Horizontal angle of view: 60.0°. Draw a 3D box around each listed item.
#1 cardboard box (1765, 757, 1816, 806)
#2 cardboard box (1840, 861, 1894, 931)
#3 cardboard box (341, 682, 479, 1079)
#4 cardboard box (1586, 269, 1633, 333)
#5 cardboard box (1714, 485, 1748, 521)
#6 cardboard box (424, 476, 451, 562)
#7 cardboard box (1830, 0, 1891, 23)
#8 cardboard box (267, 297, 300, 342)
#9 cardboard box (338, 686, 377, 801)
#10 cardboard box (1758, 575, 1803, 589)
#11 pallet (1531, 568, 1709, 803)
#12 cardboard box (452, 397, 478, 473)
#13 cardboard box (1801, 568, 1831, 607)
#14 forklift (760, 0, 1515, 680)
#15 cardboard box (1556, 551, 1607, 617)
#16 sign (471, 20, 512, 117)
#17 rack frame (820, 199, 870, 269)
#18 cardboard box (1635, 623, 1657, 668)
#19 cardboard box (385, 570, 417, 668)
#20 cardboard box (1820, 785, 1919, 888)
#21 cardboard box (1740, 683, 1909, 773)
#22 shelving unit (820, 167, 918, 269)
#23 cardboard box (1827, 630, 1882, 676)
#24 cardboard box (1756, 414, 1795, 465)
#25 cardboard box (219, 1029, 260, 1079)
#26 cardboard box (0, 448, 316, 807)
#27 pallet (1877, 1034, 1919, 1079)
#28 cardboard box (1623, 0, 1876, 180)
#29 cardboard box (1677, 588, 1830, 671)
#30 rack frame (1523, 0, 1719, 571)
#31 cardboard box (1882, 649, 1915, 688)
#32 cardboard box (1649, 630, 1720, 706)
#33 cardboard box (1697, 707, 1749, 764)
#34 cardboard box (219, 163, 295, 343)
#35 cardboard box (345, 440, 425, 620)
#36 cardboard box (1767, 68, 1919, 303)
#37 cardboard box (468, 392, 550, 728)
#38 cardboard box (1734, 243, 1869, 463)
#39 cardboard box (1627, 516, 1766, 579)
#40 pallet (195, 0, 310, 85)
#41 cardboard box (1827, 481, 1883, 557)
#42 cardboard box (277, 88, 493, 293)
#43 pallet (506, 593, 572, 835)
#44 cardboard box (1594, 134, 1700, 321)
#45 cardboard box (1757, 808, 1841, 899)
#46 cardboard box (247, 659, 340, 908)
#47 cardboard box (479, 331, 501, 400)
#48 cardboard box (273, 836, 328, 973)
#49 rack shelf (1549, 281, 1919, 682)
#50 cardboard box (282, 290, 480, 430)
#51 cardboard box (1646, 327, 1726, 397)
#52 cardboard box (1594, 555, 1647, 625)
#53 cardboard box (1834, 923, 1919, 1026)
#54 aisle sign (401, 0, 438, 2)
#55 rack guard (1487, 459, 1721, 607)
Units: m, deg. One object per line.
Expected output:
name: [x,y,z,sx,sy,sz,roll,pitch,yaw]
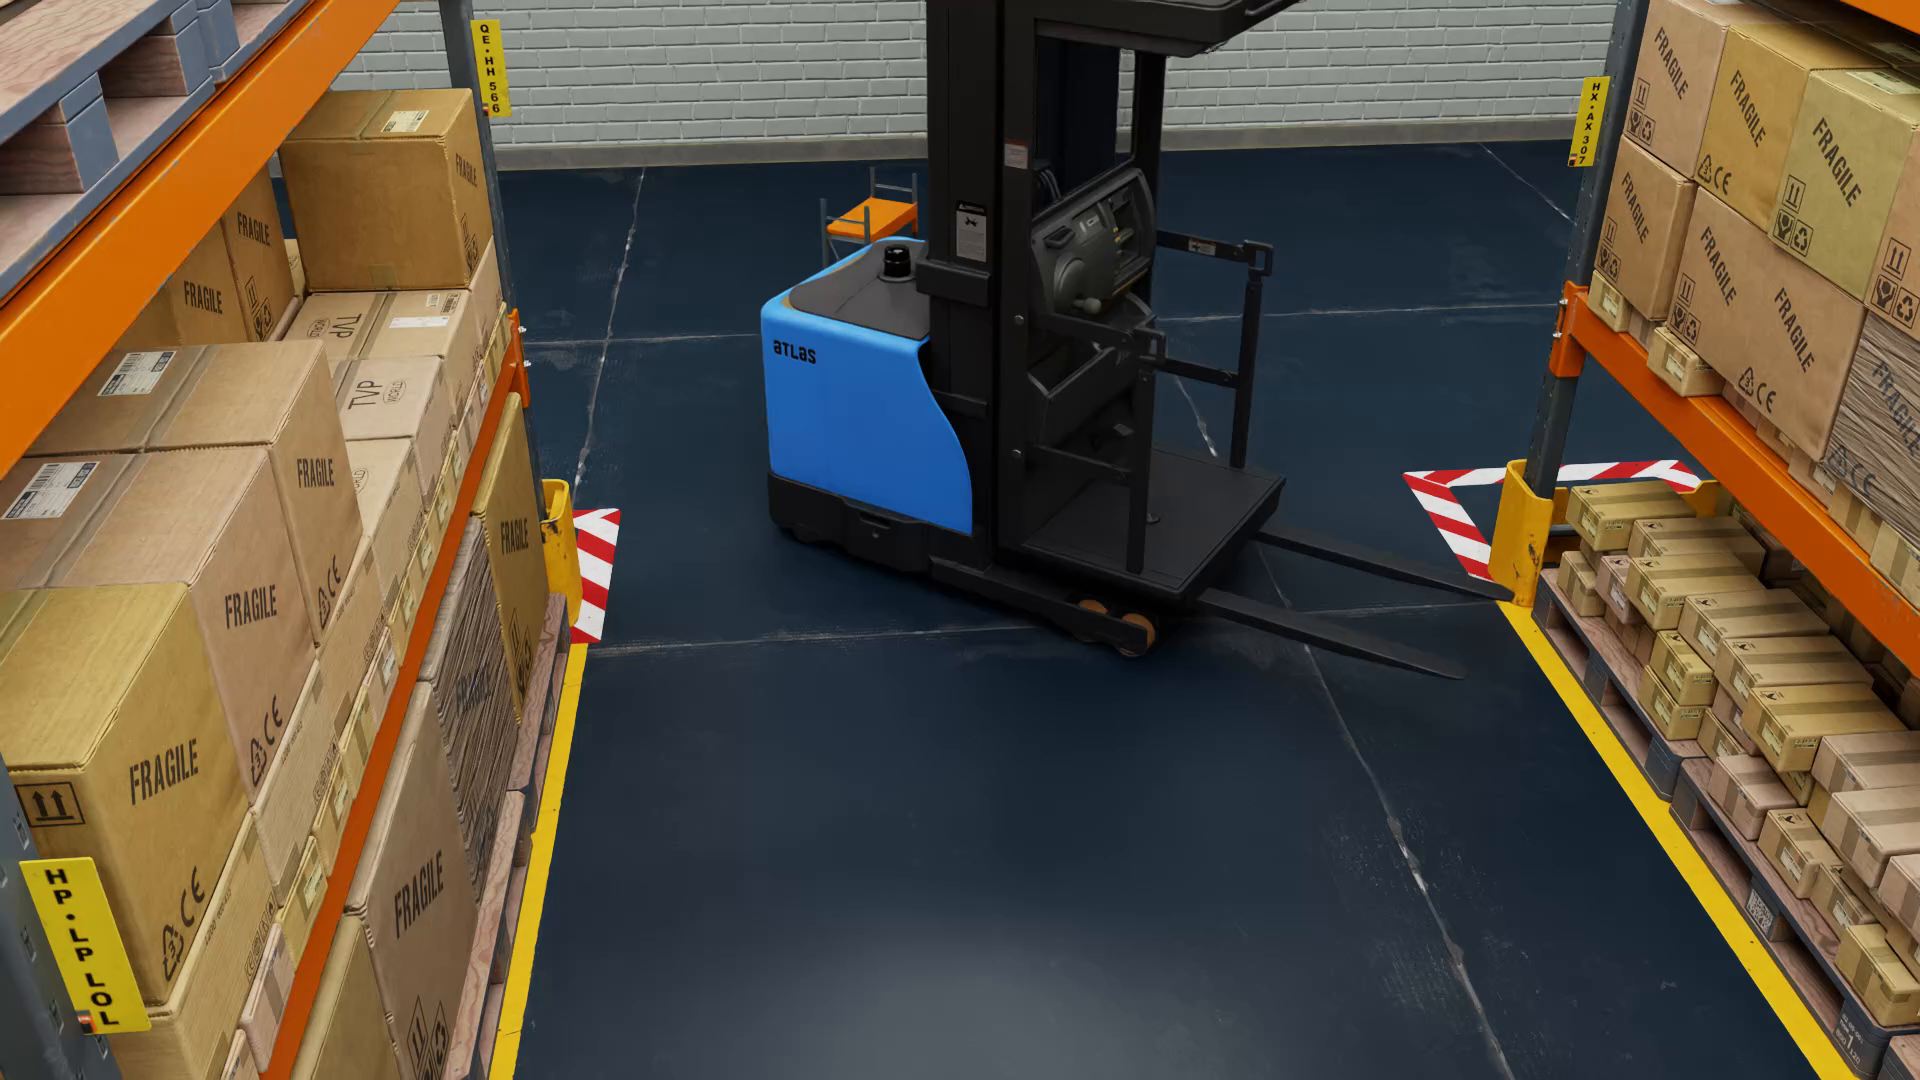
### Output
cardboard box: [2.791,0.699,5.236,0.380,0.149,0.250,-1,31,-2]
cardboard box: [2.789,0.975,4.772,0.380,0.149,0.250,-4,31,-7]
cardboard box: [-1.825,0.996,4.320,0.875,0.875,0.875,-3,31,-5]
cardboard box: [2.519,-0.875,6.035,0.380,0.149,0.250,-3,31,-5]
cardboard box: [3.117,-0.118,6.312,0.380,0.149,0.250,-2,31,-4]
cardboard box: [-1.650,-0.050,4.654,0.380,0.149,0.250,-3,31,-4]
cardboard box: [3.106,-1.542,5.544,0.500,0.500,0.500,-3,31,-6]
cardboard box: [-2.301,-0.518,5.048,0.500,0.250,0.500,-3,31,-5]
cardboard box: [-1.555,0.472,3.780,0.380,0.149,0.250,-3,31,-5]
cardboard box: [3.120,0.144,6.165,0.380,0.149,0.250,-3,31,-6]
pallet: [2.863,0.488,6.226,1.003,0.211,1.213,-3,31,-5]
cardboard box: [-1.701,-0.315,5.097,0.380,0.149,0.250,-2,31,-4]
cardboard box: [3.234,0.140,5.882,0.380,0.149,0.250,-3,31,-6]
forklift: [0.694,-1.115,6.258,3.031,2.935,1.130,17,35,26]
cardboard box: [2.546,0.163,6.423,0.380,0.149,0.250,-2,31,-4]
sign: [-1.591,-1.596,5.636,0.100,0.325,0.005,-3,31,-5]
rack frame: [-0.515,-0.993,7.743,0.240,1.200,0.015,13,33,21]
cardboard box: [2.682,0.419,5.994,0.380,0.149,0.250,-2,31,-4]
cardboard box: [-1.602,0.209,4.219,0.380,0.149,0.250,-4,31,-6]
cardboard box: [2.702,0.835,4.717,0.380,0.149,0.250,-4,31,-6]
cardboard box: [2.669,0.579,5.146,0.380,0.149,0.250,-2,31,-4]
shelving unit: [-0.414,-1.107,7.933,0.258,1.200,0.503,13,33,21]
cardboard box: [3.122,0.415,5.710,0.380,0.149,0.250,-3,31,-5]
cardboard box: [2.718,-0.342,5.142,0.380,0.149,0.250,-3,31,-5]
cardboard box: [-1.455,1.005,2.887,0.380,0.149,0.250,-3,31,-4]
cardboard box: [-1.587,0.170,3.164,0.500,0.500,0.500,-3,31,-5]
pallet: [3.091,1.734,4.141,1.003,0.211,1.213,-3,31,-5]
cardboard box: [2.593,-1.522,5.510,0.500,0.500,0.500,-3,31,-5]
cardboard box: [2.673,0.300,5.612,0.380,0.149,0.250,-4,31,-7]
rack frame: [2.815,-1.164,6.273,1.000,3.000,0.127,-3,31,-5]
cardboard box: [3.276,0.409,5.430,0.380,0.149,0.250,-2,31,-3]
cardboard box: [2.605,0.431,5.683,0.380,0.149,0.250,-2,31,-3]
cardboard box: [2.715,0.680,5.557,0.380,0.149,0.250,-3,31,-4]
cardboard box: [-2.310,-0.850,4.873,0.500,0.500,0.500,-3,31,-6]
cardboard box: [-1.676,-0.022,4.218,0.500,0.250,0.500,-3,31,-4]
cardboard box: [2.673,-0.998,4.633,0.500,0.500,0.500,-3,31,-6]
cardboard box: [-1.993,0.077,5.859,0.875,0.875,0.875,-3,31,-5]
cardboard box: [2.691,-0.569,4.890,0.500,0.500,0.500,-2,31,-4]
cardboard box: [2.672,0.043,6.043,0.380,0.149,0.250,-2,31,-4]
pallet: [-1.936,-1.225,3.537,1.003,0.211,1.213,-3,31,-5]
cardboard box: [2.716,-0.081,4.705,0.380,0.149,0.250,-2,31,-3]
cardboard box: [-1.825,-1.127,5.337,0.500,0.500,0.500,-2,31,-4]
pallet: [-1.980,0.624,6.000,1.003,0.211,1.213,-3,31,-5]
cardboard box: [2.582,-1.092,5.766,0.500,0.500,0.500,-1,31,-2]
cardboard box: [2.703,0.952,5.102,0.380,0.149,0.250,-3,31,-5]
cardboard box: [-1.583,0.494,3.353,0.500,0.250,0.500,-3,31,-5]
cardboard box: [-1.745,-0.571,5.526,0.380,0.149,0.250,-2,31,-4]
cardboard box: [-1.505,0.737,3.337,0.380,0.149,0.250,-2,31,-3]
rack shelf: [3.002,0.166,4.748,1.077,0.370,4.000,-3,31,-5]
cardboard box: [-1.776,-0.547,5.098,0.500,0.250,0.500,-3,31,-5]
cardboard box: [2.556,-0.607,5.586,0.380,0.149,0.250,-4,31,-6]
cardboard box: [2.578,0.174,6.114,0.380,0.149,0.250,-3,31,-5]
cardboard box: [2.716,1.210,4.670,0.380,0.149,0.250,-3,31,-5]
aisle sign: [-1.840,-2.145,5.381,0.394,0.787,0.004,-3,31,-5]
rack guard: [2.822,-0.052,6.850,1.175,0.500,0.348,-3,31,-5]
